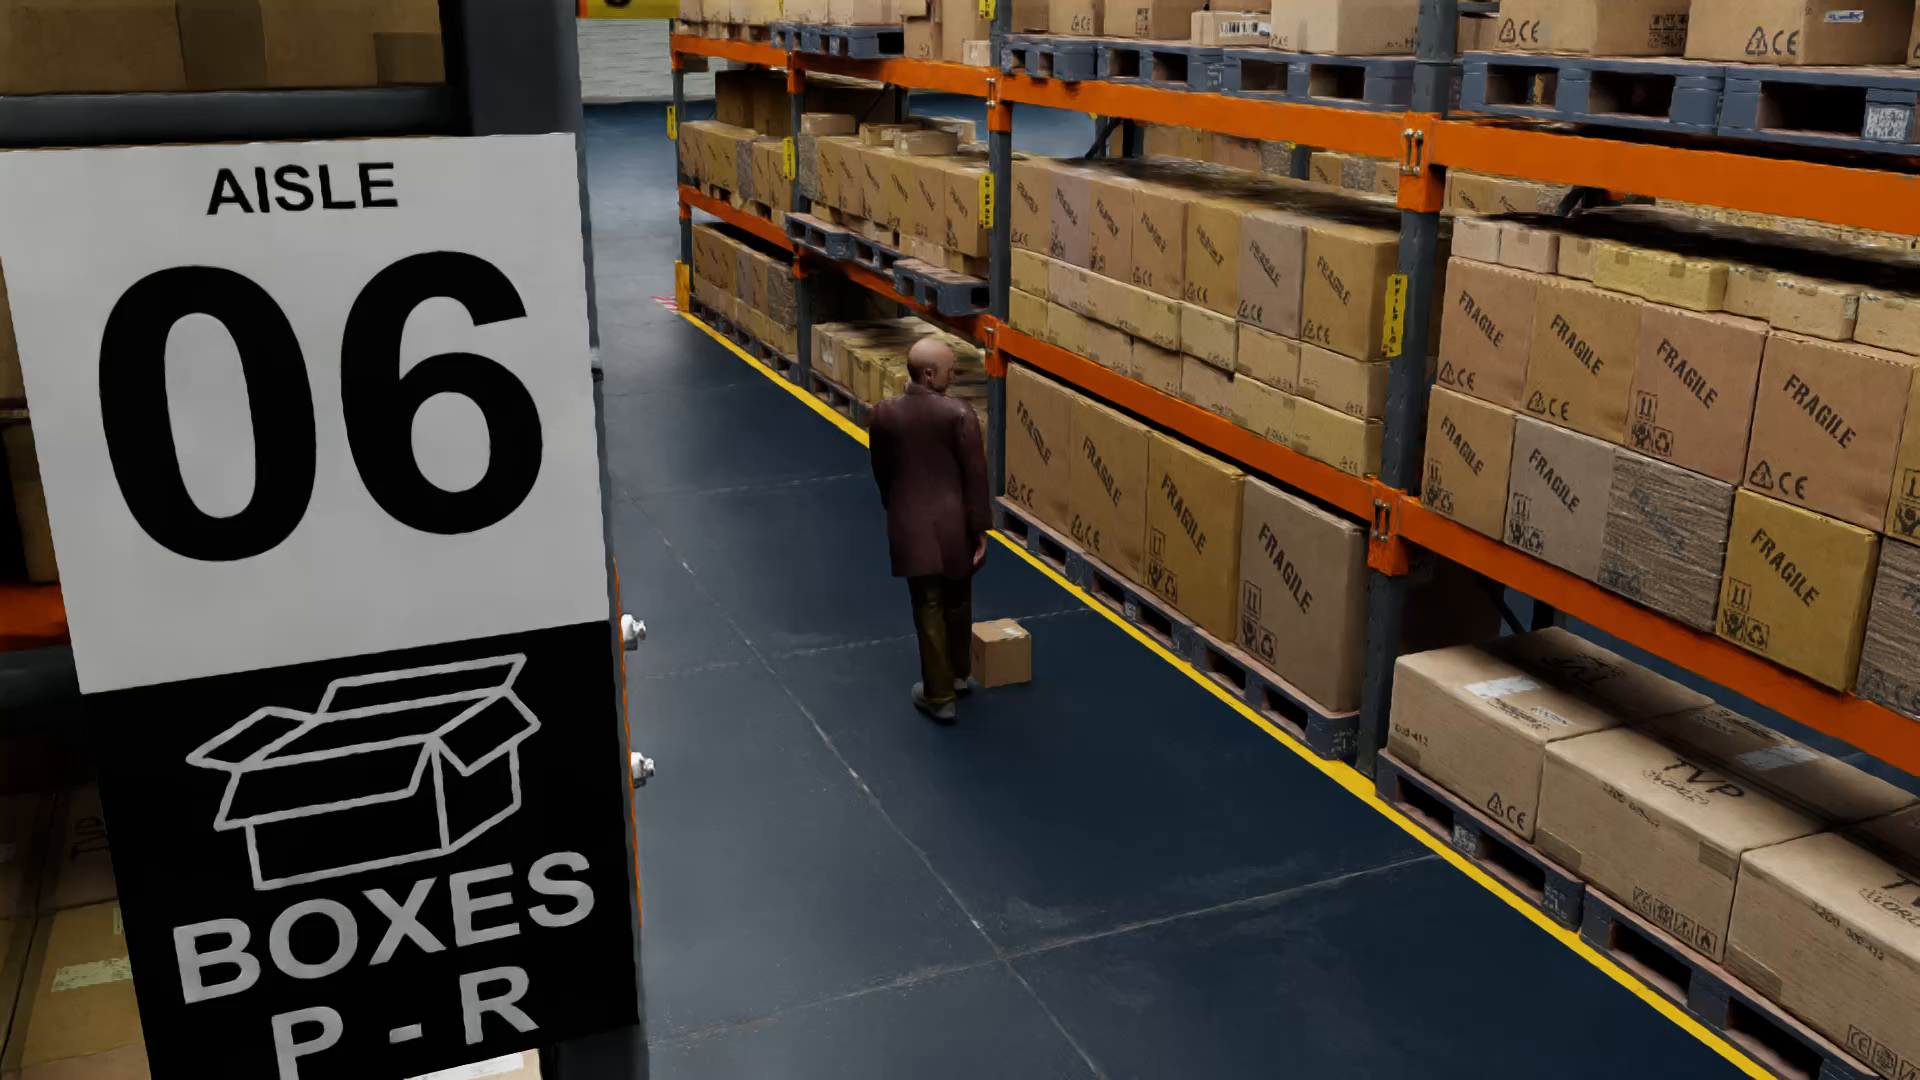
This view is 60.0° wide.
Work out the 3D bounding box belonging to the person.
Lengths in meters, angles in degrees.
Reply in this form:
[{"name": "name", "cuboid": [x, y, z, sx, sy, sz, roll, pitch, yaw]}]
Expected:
[{"name": "person", "cuboid": [-0.135, -0.055, 7.806, 0.569, 1.818, 0.698, 0, 19, 0]}]
